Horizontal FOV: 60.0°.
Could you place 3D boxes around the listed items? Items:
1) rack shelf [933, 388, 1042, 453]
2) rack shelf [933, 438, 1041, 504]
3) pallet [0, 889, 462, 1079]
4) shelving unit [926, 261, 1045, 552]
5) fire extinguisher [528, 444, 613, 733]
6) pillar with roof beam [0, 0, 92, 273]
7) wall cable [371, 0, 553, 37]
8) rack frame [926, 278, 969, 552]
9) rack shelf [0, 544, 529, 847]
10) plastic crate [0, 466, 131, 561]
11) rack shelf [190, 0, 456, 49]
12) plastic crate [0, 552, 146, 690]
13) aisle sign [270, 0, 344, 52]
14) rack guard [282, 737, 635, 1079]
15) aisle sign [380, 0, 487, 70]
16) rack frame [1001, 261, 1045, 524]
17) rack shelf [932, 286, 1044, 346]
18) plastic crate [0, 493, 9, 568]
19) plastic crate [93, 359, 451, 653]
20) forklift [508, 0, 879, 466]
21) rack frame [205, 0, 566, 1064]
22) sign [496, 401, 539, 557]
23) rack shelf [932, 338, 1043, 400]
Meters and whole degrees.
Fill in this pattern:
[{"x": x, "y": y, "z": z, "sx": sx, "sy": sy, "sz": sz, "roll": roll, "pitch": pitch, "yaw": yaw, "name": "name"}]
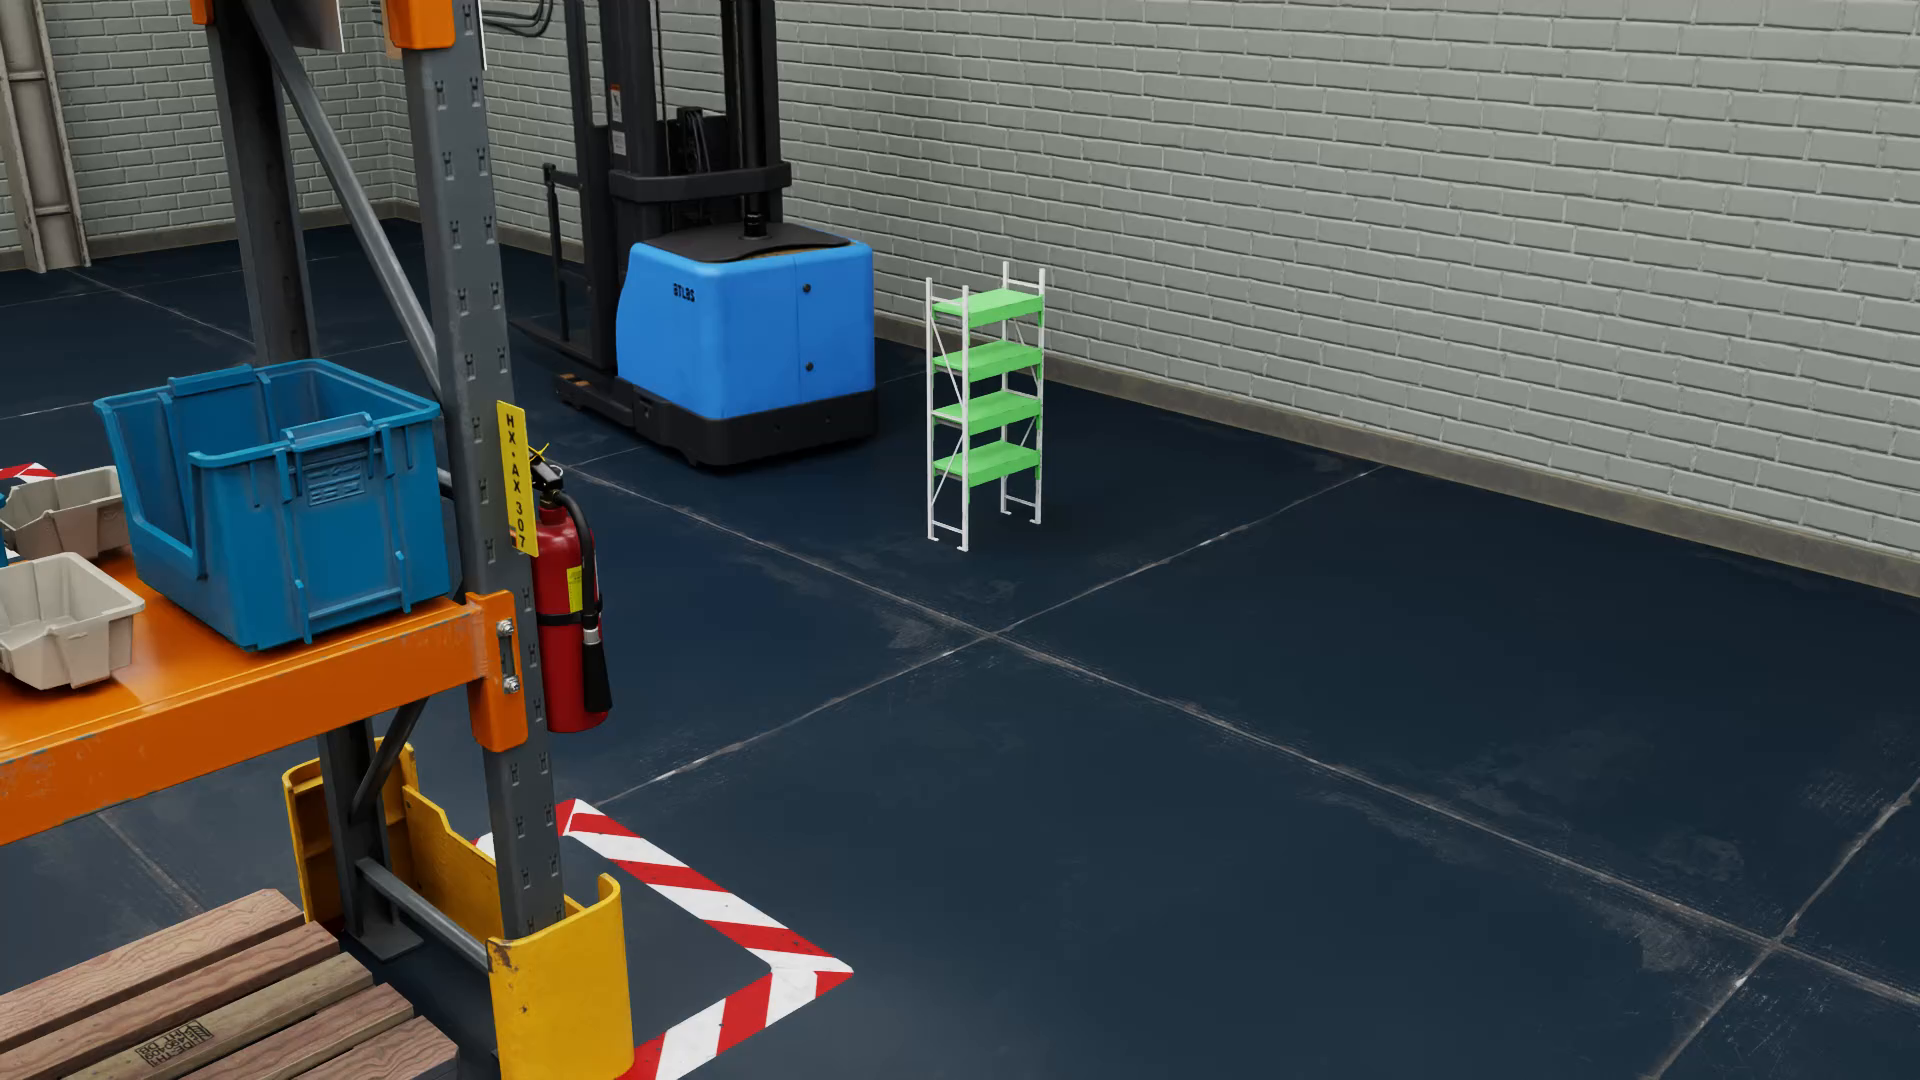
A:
[{"x": 0.115, "y": -0.543, "z": 7.493, "sx": 0.258, "sy": 0.148, "sz": 0.480, "roll": 19, "pitch": 28, "yaw": 41, "name": "rack shelf"}, {"x": 0.115, "y": -0.319, "z": 7.579, "sx": 0.258, "sy": 0.148, "sz": 0.480, "roll": 19, "pitch": 28, "yaw": 41, "name": "rack shelf"}, {"x": -1.939, "y": 1.319, "z": 3.848, "sx": 1.003, "sy": 0.211, "sz": 1.213, "roll": 19, "pitch": 28, "yaw": 41, "name": "pallet"}, {"x": 0.115, "y": -0.603, "z": 7.470, "sx": 0.258, "sy": 1.200, "sz": 0.503, "roll": 19, "pitch": 28, "yaw": 41, "name": "shelving unit"}, {"x": -0.905, "y": 0.101, "z": 3.759, "sx": 0.296, "sy": 0.674, "sz": 0.183, "roll": 19, "pitch": 28, "yaw": 41, "name": "fire extinguisher"}, {"x": -4.086, "y": -5.297, "z": 8.814, "sx": 9.100, "sy": 9.000, "sz": 0.400, "roll": 19, "pitch": 28, "yaw": 41, "name": "pillar with roof beam"}, {"x": -4.232, "y": -5.379, "z": 13.355, "sx": 3.097, "sy": 2.526, "sz": 0.112, "roll": 19, "pitch": 28, "yaw": 41, "name": "wall cable"}, {"x": -0.055, "y": -0.540, "z": 7.307, "sx": 0.240, "sy": 1.200, "sz": 0.015, "roll": 19, "pitch": 28, "yaw": 41, "name": "rack frame"}, {"x": -2.731, "y": 0.665, "z": 2.665, "sx": 1.077, "sy": 0.370, "sz": 4.000, "roll": 19, "pitch": 28, "yaw": 41, "name": "rack shelf"}, {"x": -2.027, "y": -0.047, "z": 3.799, "sx": 0.250, "sy": 0.136, "sz": 0.298, "roll": 19, "pitch": 28, "yaw": 41, "name": "plastic crate"}, {"x": -2.731, "y": -0.735, "z": 2.127, "sx": 1.077, "sy": 0.370, "sz": 4.000, "roll": 19, "pitch": 28, "yaw": 41, "name": "rack shelf"}, {"x": -1.775, "y": 0.166, "z": 3.247, "sx": 0.396, "sy": 0.136, "sz": 0.243, "roll": 19, "pitch": 28, "yaw": 41, "name": "plastic crate"}, {"x": -1.498, "y": -1.491, "z": 3.649, "sx": 0.394, "sy": 0.787, "sz": 0.004, "roll": 19, "pitch": 28, "yaw": 41, "name": "aisle sign"}, {"x": -1.328, "y": 0.973, "z": 4.347, "sx": 1.175, "sy": 0.500, "sz": 0.348, "roll": 19, "pitch": 28, "yaw": 41, "name": "rack guard"}, {"x": -1.075, "y": -1.343, "z": 3.265, "sx": 0.394, "sy": 0.787, "sz": 0.004, "roll": 19, "pitch": 28, "yaw": 41, "name": "aisle sign"}, {"x": 0.286, "y": -0.665, "z": 7.633, "sx": 0.240, "sy": 1.200, "sz": 0.015, "roll": 19, "pitch": 28, "yaw": 41, "name": "rack frame"}, {"x": 0.115, "y": -0.991, "z": 7.321, "sx": 0.258, "sy": 0.148, "sz": 0.480, "roll": 19, "pitch": 28, "yaw": 41, "name": "rack shelf"}, {"x": -2.203, "y": 0.016, "z": 3.502, "sx": 0.416, "sy": 0.233, "sz": 0.300, "roll": 19, "pitch": 28, "yaw": 41, "name": "plastic crate"}, {"x": -1.435, "y": -0.096, "z": 3.511, "sx": 0.616, "sy": 0.435, "sz": 0.499, "roll": 19, "pitch": 28, "yaw": 41, "name": "plastic crate"}, {"x": -1.715, "y": -2.206, "z": 9.228, "sx": 1.130, "sy": 2.935, "sz": 3.031, "roll": -15, "pitch": 26, "yaw": -34, "name": "forklift"}, {"x": -1.336, "y": -0.184, "z": 3.874, "sx": 1.000, "sy": 3.000, "sz": 0.127, "roll": 19, "pitch": 28, "yaw": 41, "name": "rack frame"}, {"x": -0.930, "y": -0.127, "z": 3.497, "sx": 0.100, "sy": 0.325, "sz": 0.005, "roll": 19, "pitch": 28, "yaw": 41, "name": "sign"}, {"x": 0.115, "y": -0.767, "z": 7.407, "sx": 0.258, "sy": 0.148, "sz": 0.480, "roll": 19, "pitch": 28, "yaw": 41, "name": "rack shelf"}]
